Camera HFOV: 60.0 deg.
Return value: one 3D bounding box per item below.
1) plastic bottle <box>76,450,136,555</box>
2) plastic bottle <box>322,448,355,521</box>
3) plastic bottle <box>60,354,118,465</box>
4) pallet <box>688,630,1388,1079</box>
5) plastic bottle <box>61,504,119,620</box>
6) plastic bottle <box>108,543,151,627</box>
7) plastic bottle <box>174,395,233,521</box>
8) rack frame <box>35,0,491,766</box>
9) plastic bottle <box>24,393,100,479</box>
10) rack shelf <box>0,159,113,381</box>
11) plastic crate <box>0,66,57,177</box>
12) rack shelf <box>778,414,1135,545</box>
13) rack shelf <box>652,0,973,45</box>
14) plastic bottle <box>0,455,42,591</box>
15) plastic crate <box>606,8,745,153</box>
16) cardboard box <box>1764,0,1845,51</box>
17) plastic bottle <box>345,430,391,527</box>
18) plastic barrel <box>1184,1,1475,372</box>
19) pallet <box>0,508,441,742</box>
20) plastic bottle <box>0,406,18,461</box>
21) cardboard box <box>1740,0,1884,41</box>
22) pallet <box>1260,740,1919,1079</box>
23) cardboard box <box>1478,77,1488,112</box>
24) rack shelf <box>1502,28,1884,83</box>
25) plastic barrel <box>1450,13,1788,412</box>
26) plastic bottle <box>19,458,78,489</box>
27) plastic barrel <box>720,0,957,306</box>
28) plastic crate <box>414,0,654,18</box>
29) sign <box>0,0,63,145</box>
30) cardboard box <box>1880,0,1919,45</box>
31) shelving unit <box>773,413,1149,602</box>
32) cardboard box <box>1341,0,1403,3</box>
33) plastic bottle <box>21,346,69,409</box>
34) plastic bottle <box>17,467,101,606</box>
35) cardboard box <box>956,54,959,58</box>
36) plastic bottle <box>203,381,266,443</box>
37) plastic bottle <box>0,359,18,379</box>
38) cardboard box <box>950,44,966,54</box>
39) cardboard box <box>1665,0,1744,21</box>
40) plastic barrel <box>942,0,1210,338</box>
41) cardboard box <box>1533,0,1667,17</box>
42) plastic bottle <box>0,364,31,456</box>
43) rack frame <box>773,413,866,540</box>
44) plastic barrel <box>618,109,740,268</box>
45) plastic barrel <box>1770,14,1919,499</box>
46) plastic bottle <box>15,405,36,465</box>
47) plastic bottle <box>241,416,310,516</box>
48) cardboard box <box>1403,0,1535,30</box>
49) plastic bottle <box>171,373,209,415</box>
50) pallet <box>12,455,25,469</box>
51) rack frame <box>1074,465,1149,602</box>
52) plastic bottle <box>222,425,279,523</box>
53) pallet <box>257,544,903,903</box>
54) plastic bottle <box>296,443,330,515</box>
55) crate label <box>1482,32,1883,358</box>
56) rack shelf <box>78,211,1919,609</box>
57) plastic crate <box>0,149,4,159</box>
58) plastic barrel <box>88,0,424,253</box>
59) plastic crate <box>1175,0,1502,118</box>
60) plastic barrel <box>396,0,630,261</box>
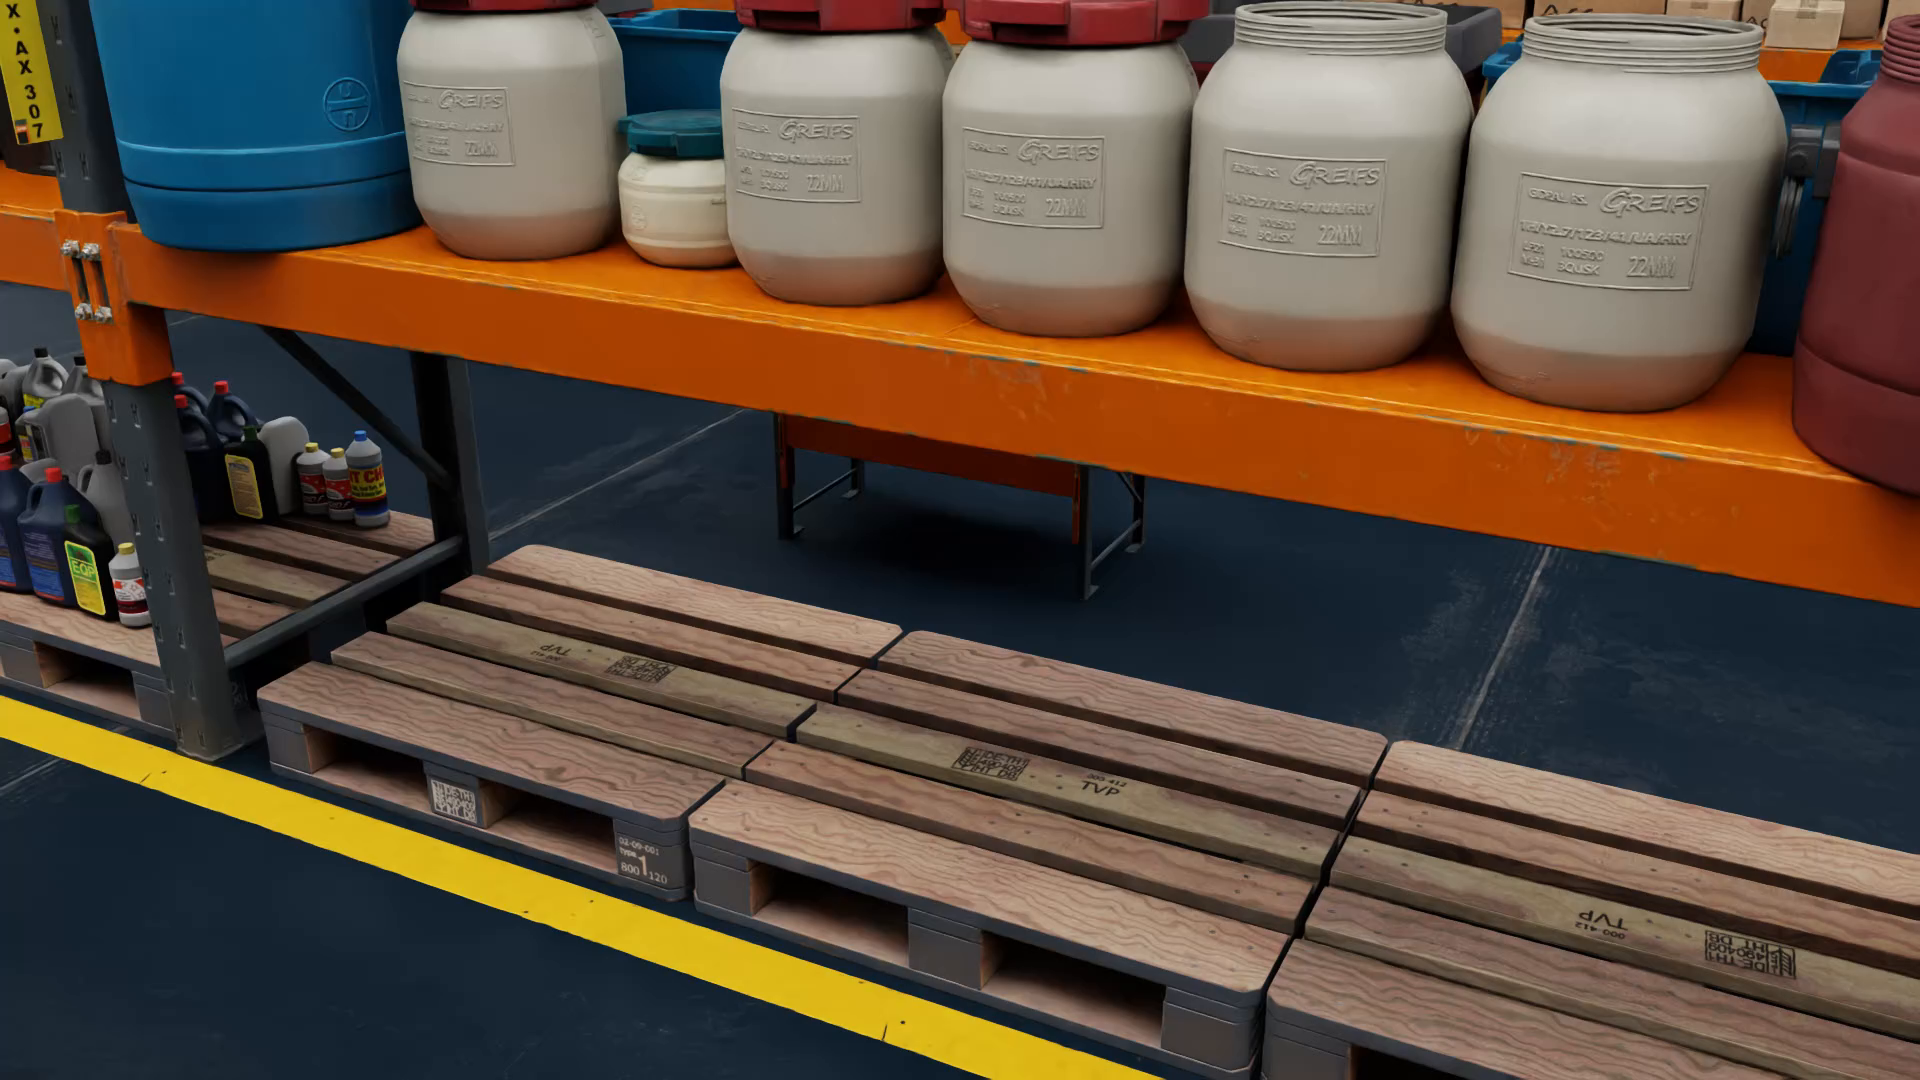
[{"bbox_3d":[-2.254,-0.071,4.407,0.185,0.351,0.144,11,25,25],"label":"plastic bottle"},{"bbox_3d":[-1.791,-0.166,4.822,0.097,0.201,0.097,0,23,0],"label":"plastic bottle"},{"bbox_3d":[-2.695,-0.404,5.189,0.185,0.351,0.144,11,25,24],"label":"plastic bottle"},{"bbox_3d":[0.197,0.599,3.572,1.213,0.211,1.003,11,25,25],"label":"pallet"},{"bbox_3d":[-2.192,0.054,4.200,0.133,0.283,0.061,13,26,27],"label":"plastic bottle"},{"bbox_3d":[-2.078,0.106,4.182,0.097,0.201,0.097,0,23,0],"label":"plastic bottle"},{"bbox_3d":[-2.212,-0.245,4.816,0.185,0.351,0.144,11,25,25],"label":"plastic bottle"},{"bbox_3d":[-1.614,-1.024,3.826,0.127,3.000,1.000,11,25,25],"label":"rack frame"},{"bbox_3d":[-2.739,-0.313,5.071,0.135,0.276,0.152,11,25,25],"label":"plastic bottle"},{"bbox_3d":[-3.399,-1.046,4.797,4.000,0.370,1.077,11,25,25],"label":"rack shelf"},{"bbox_3d":[-2.024,-1.133,4.160,0.504,0.338,0.767,11,25,25],"label":"plastic crate"},{"bbox_3d":[0.006,-0.291,5.123,1.000,0.278,0.538,11,25,25],"label":"rack shelf"},{"bbox_3d":[-1.161,-2.776,8.863,4.000,0.370,1.077,11,25,25],"label":"rack shelf"},{"bbox_3d":[-2.490,-0.055,4.368,0.185,0.351,0.144,10,25,22],"label":"plastic bottle"},{"bbox_3d":[-0.489,-0.931,3.626,0.575,0.384,0.392,11,25,25],"label":"plastic crate"},{"bbox_3d":[3.267,-1.994,6.427,0.250,0.149,0.380,11,25,25],"label":"cardboard box"},{"bbox_3d":[-1.701,-0.181,4.766,0.097,0.271,0.097,0,23,0],"label":"plastic bottle"},{"bbox_3d":[0.565,-0.551,2.570,0.421,0.512,0.421,0,23,0],"label":"plastic barrel"},{"bbox_3d":[-2.195,0.126,4.684,1.213,0.211,1.003,11,25,25],"label":"pallet"},{"bbox_3d":[-3.050,-0.349,5.251,0.097,0.201,0.097,0,23,0],"label":"plastic bottle"},{"bbox_3d":[3.483,-2.232,6.779,0.500,0.311,0.500,11,25,24],"label":"cardboard box"},{"bbox_3d":[1.282,0.815,3.064,1.213,0.211,1.003,11,25,25],"label":"pallet"},{"bbox_3d":[4.004,-3.339,11.900,0.500,0.500,0.700,11,25,24],"label":"cardboard box"},{"bbox_3d":[2.409,-2.069,7.202,4.000,0.370,1.077,11,25,25],"label":"rack shelf"},{"bbox_3d":[0.941,-0.476,2.395,0.421,0.512,0.421,0,23,0],"label":"plastic barrel"},{"bbox_3d":[-2.446,-0.076,4.515,0.135,0.276,0.152,11,25,25],"label":"plastic bottle"},{"bbox_3d":[-0.204,-0.712,2.917,0.433,0.535,0.433,0,23,0],"label":"plastic barrel"},{"bbox_3d":[-1.044,-1.075,3.863,0.583,0.464,0.402,11,25,25],"label":"plastic crate"},{"bbox_3d":[-1.872,-0.961,3.324,0.005,0.325,0.100,11,25,25],"label":"sign"},{"bbox_3d":[3.889,-2.086,6.436,0.500,0.311,0.500,13,26,28],"label":"cardboard box"},{"bbox_3d":[0.006,-0.516,5.027,1.048,1.125,0.538,11,25,25],"label":"shelving unit"},{"bbox_3d":[1.772,-2.565,7.321,0.500,0.500,0.500,13,26,28],"label":"cardboard box"},{"bbox_3d":[-2.861,-0.436,5.266,0.185,0.351,0.144,12,26,27],"label":"plastic bottle"},{"bbox_3d":[-2.319,-0.021,4.289,0.185,0.351,0.144,10,25,23],"label":"plastic bottle"},{"bbox_3d":[-0.098,-2.303,8.852,0.500,0.500,0.500,11,25,25],"label":"cardboard box"},{"bbox_3d":[-2.147,-0.295,4.934,0.185,0.351,0.144,12,26,26],"label":"plastic bottle"},{"bbox_3d":[-3.134,-0.454,5.404,0.135,0.276,0.152,11,26,25],"label":"plastic bottle"},{"bbox_3d":[-0.137,-4.002,13.702,0.500,0.311,0.500,8,24,19],"label":"cardboard box"},{"bbox_3d":[3.030,-2.137,6.764,0.250,0.149,0.380,13,26,28],"label":"cardboard box"},{"bbox_3d":[0.182,-0.635,2.737,0.433,0.535,0.433,0,23,0],"label":"plastic barrel"},{"bbox_3d":[2.689,-2.384,6.895,0.500,0.500,0.500,10,25,22],"label":"cardboard box"},{"bbox_3d":[-3.011,-0.430,5.346,0.135,0.276,0.152,10,25,23],"label":"plastic bottle"},{"bbox_3d":[-0.448,-0.606,5.238,0.032,1.125,0.500,11,25,25],"label":"rack frame"},{"bbox_3d":[-0.502,-0.673,3.177,0.301,0.262,0.301,0,23,0],"label":"plastic barrel"},{"bbox_3d":[1.405,-0.357,2.082,0.708,0.536,0.600,11,25,25],"label":"plastic barrel"},{"bbox_3d":[-2.876,-0.318,5.178,0.097,0.201,0.097,0,23,0],"label":"plastic bottle"},{"bbox_3d":[-2.002,-0.230,4.877,0.135,0.276,0.152,12,26,26],"label":"plastic bottle"},{"bbox_3d":[2.219,-2.477,7.113,0.500,0.500,0.500,11,25,25],"label":"cardboard box"},{"bbox_3d":[-2.316,-0.329,5.012,0.185,0.351,0.144,10,25,22],"label":"plastic bottle"},{"bbox_3d":[-3.287,-0.089,5.190,1.213,0.211,1.003,11,25,25],"label":"pallet"},{"bbox_3d":[0.460,-0.427,4.816,0.032,1.125,0.500,11,25,25],"label":"rack frame"},{"bbox_3d":[-2.049,-0.196,4.788,0.133,0.283,0.061,11,25,25],"label":"plastic bottle"},{"bbox_3d":[-0.896,0.384,4.077,1.213,0.211,1.003,11,25,25],"label":"pallet"},{"bbox_3d":[-1.882,-0.184,4.864,0.097,0.201,0.097,0,23,0],"label":"plastic bottle"},{"bbox_3d":[1.191,-0.604,2.793,0.616,0.435,0.502,11,25,25],"label":"crate label"},{"bbox_3d":[0.171,-0.340,3.136,4.000,0.370,1.077,11,25,25],"label":"rack shelf"},{"bbox_3d":[-2.724,-1.056,4.091,0.616,0.251,0.499,11,25,25],"label":"plastic crate"},{"bbox_3d":[-1.406,-1.081,3.318,0.708,0.901,0.600,11,25,25],"label":"plastic barrel"},{"bbox_3d":[0.652,-0.740,3.075,0.583,0.464,0.402,11,25,25],"label":"plastic crate"},{"bbox_3d":[-0.859,-0.841,3.222,0.433,0.535,0.433,0,23,0],"label":"plastic barrel"}]
